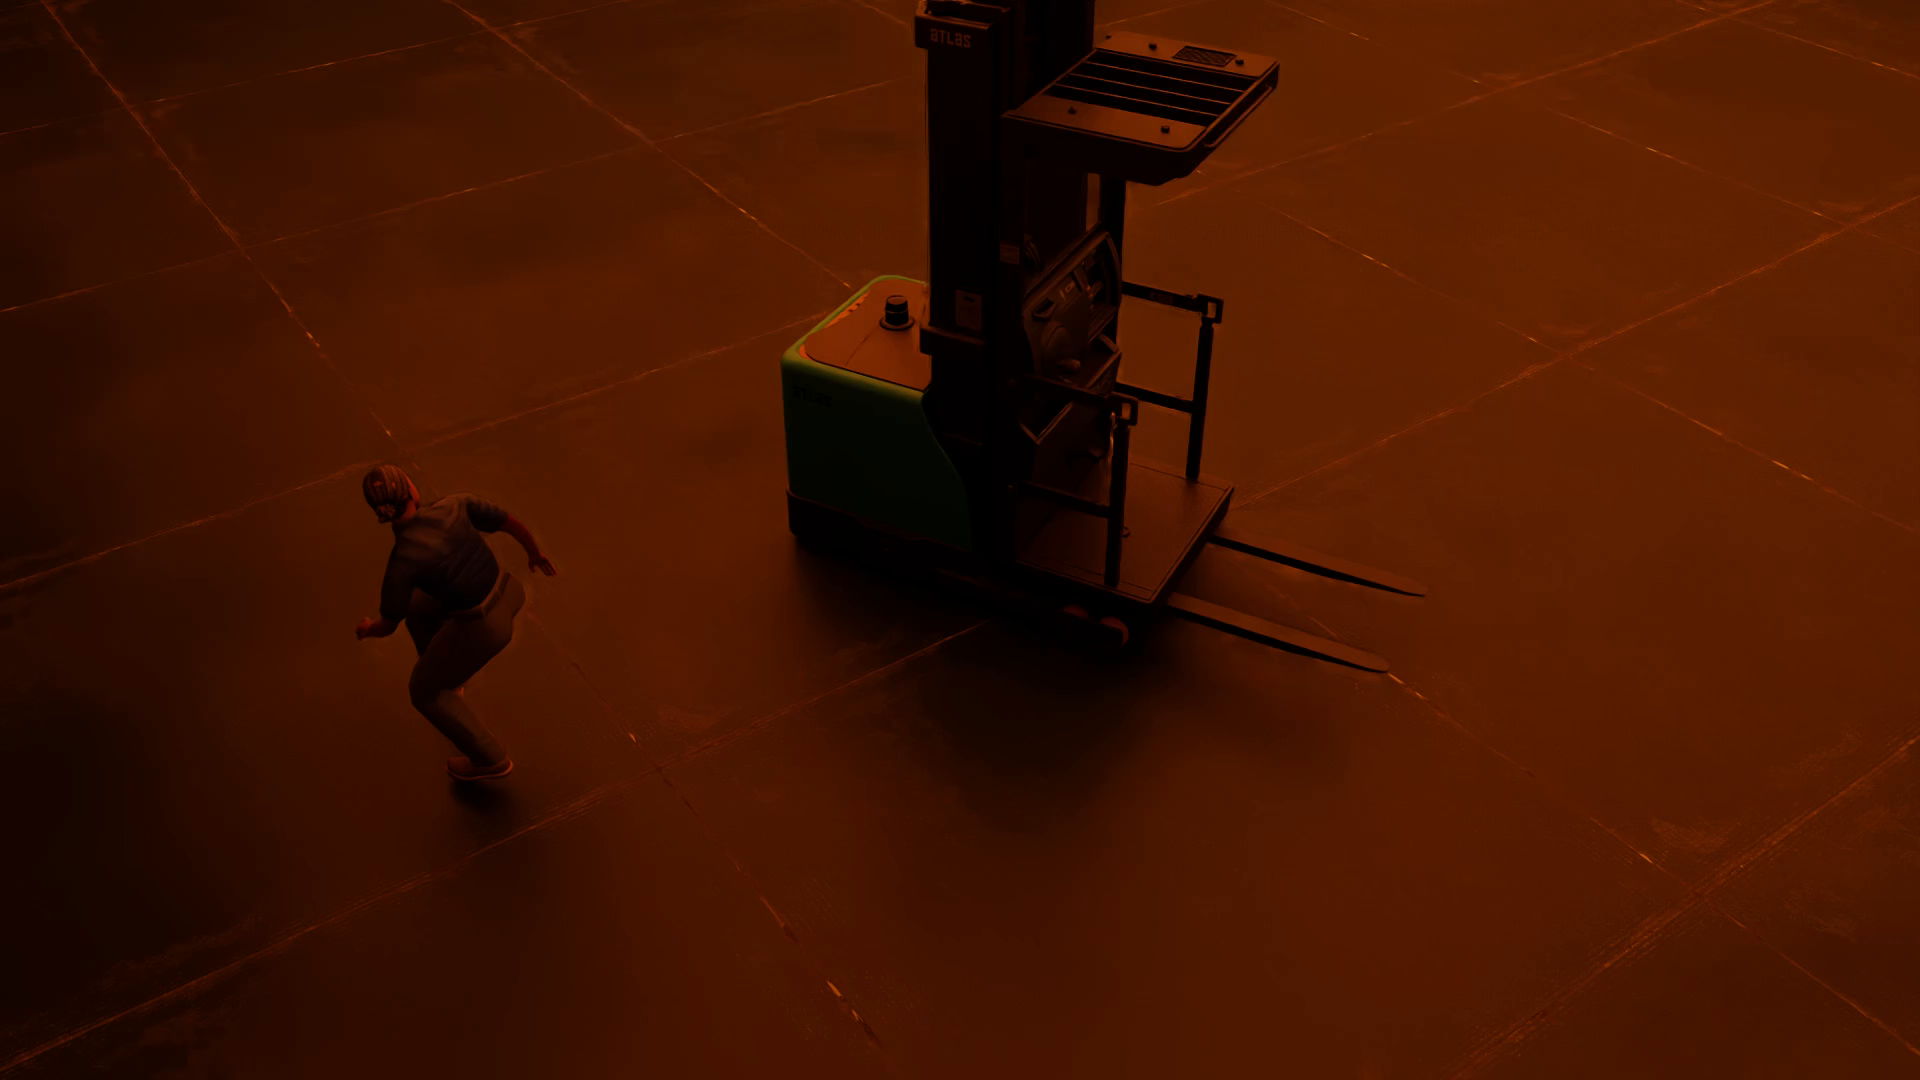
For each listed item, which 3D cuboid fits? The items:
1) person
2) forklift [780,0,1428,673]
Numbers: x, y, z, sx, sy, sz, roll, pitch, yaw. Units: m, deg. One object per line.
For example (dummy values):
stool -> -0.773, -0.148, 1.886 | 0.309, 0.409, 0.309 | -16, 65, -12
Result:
person -> -2.089, 0.257, 6.767 | 0.695, 1.466, 0.687 | 9, 37, 12
forklift -> 0.683, -1.020, 7.324 | 3.031, 2.935, 1.130 | 18, 40, 22
